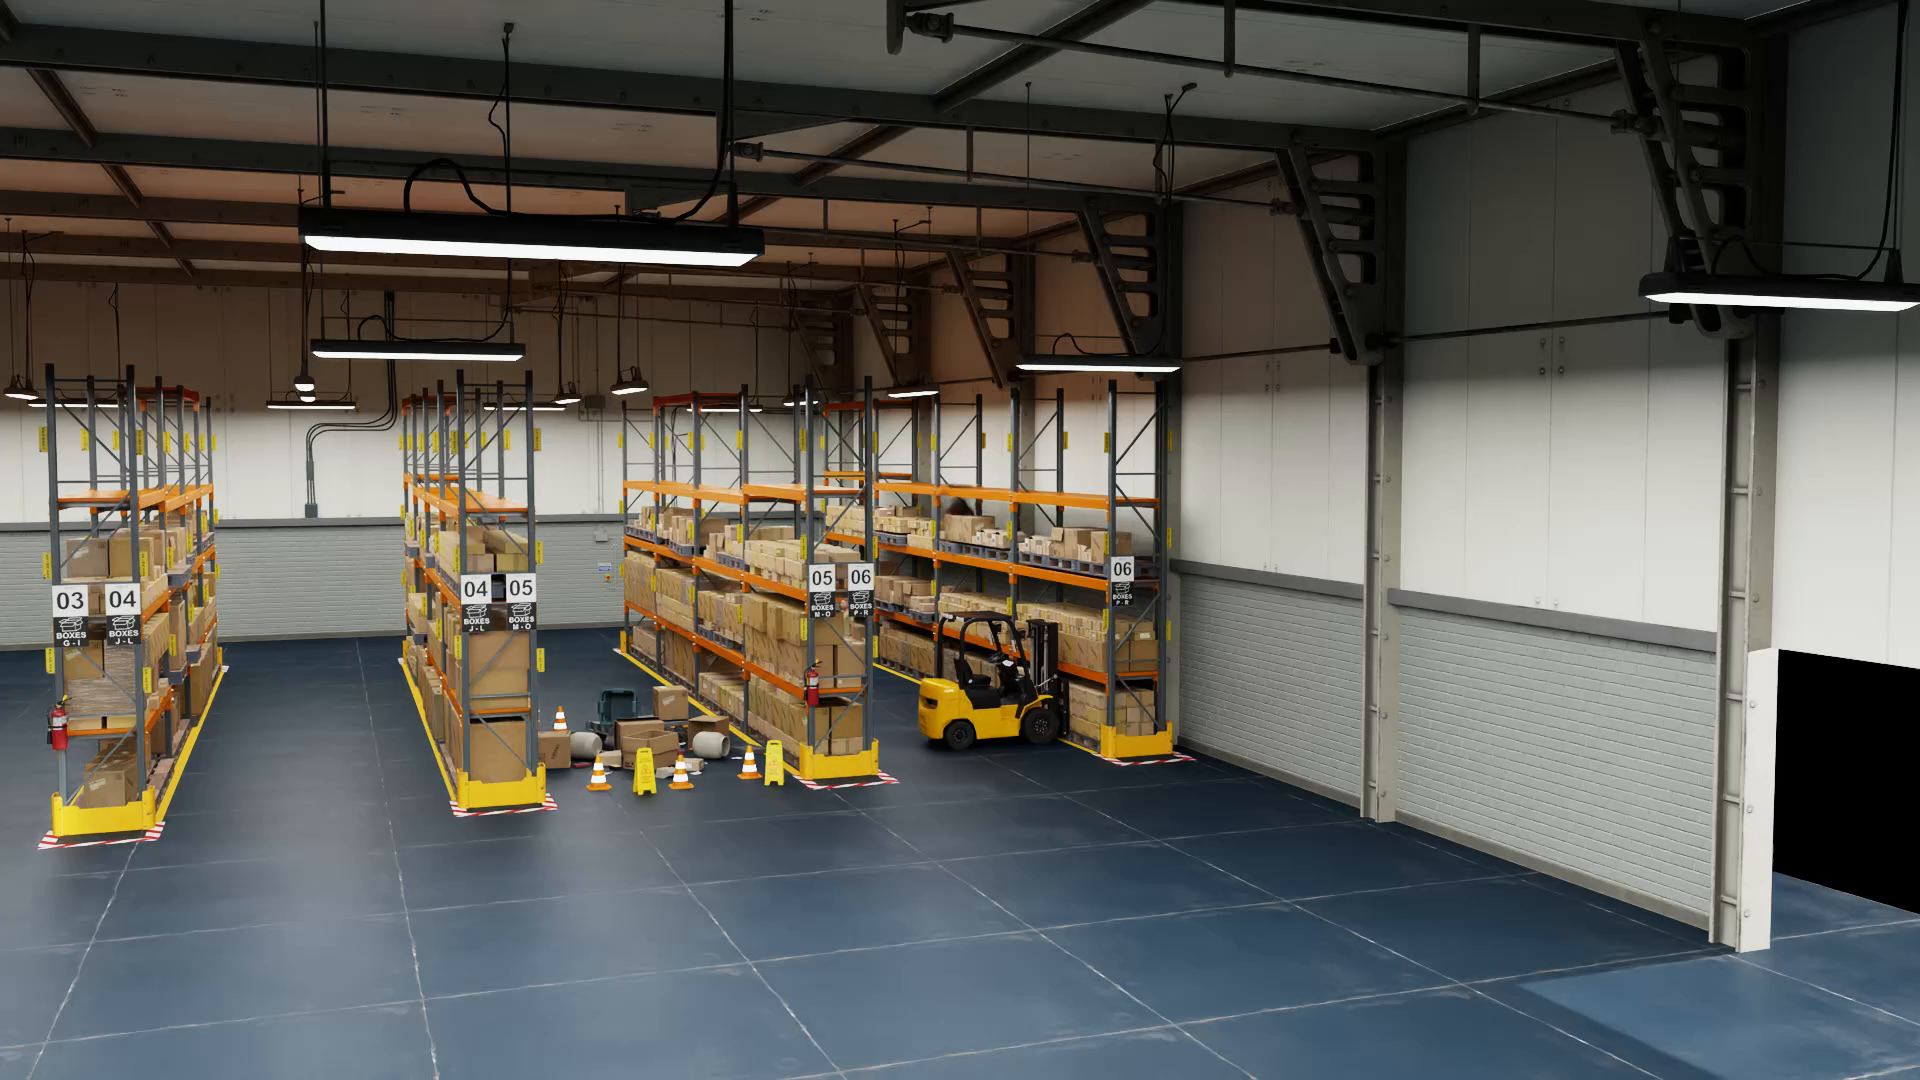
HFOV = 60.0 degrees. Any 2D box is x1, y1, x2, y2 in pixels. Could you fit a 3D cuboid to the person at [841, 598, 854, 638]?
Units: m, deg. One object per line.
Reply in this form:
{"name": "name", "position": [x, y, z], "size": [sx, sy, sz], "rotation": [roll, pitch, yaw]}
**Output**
{"name": "person", "position": [-2.521, 2.071, 35.838], "size": [0.475, 1.669, 0.511], "rotation": [-2, 4, -33]}
